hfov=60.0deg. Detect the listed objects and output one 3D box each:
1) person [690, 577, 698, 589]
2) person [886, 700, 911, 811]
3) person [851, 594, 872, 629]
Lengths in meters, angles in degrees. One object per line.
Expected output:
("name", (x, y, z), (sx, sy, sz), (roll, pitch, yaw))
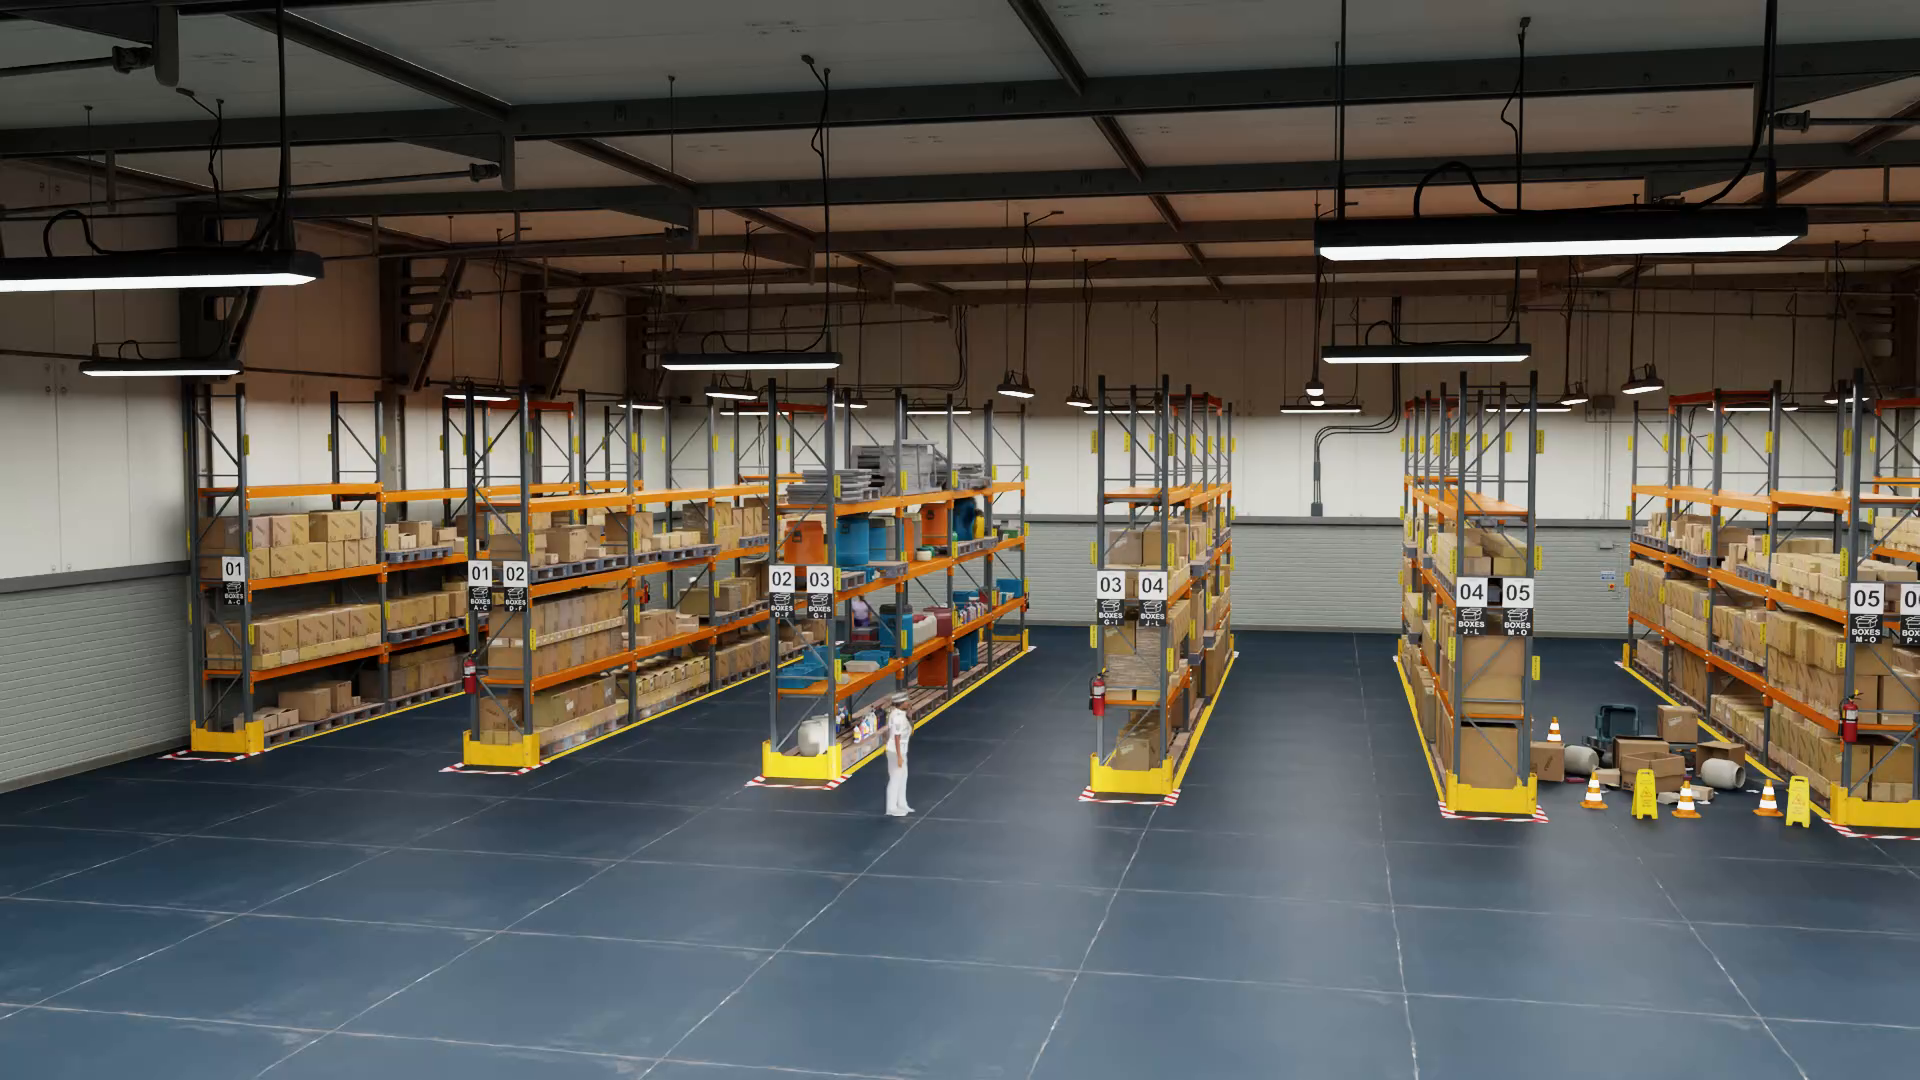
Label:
("person", (-6.439, 1.768, 40.405), (0.403, 1.731, 0.563), (1, 3, 19))
("person", (-0.828, 2.866, 22.479), (0.344, 1.571, 0.542), (0, 3, -1))
("person", (-2.297, 1.937, 38.737), (0.463, 1.546, 0.786), (1, 3, 10))
